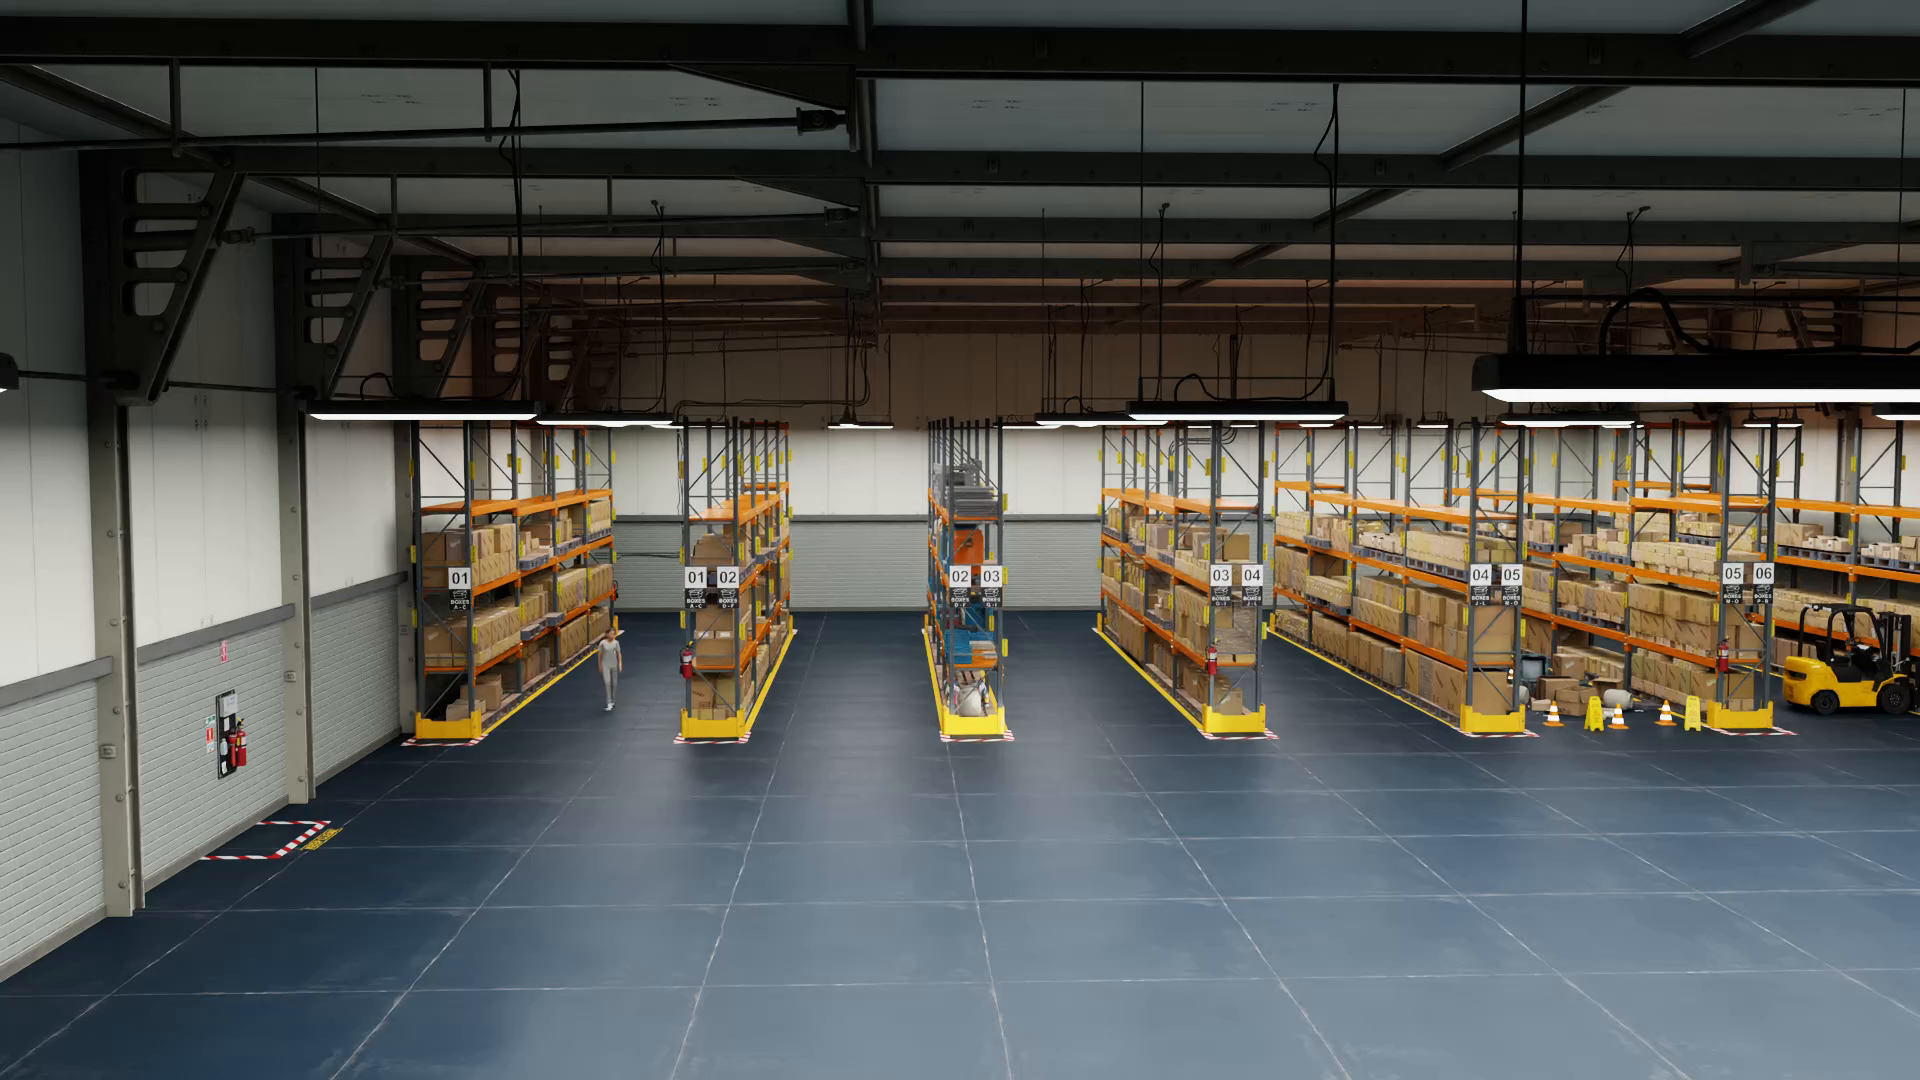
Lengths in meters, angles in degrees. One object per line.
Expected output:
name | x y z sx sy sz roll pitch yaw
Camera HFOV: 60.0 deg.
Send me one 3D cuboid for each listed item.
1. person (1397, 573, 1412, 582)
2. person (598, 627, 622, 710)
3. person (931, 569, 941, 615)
person | 13.690 1.510 51.233 1.056 1.744 0.568 -1 4 -19
person | -7.220 2.659 34.463 0.465 1.681 0.773 -2 4 -29
person | -0.693 1.662 49.466 0.509 1.633 0.486 3 5 40
